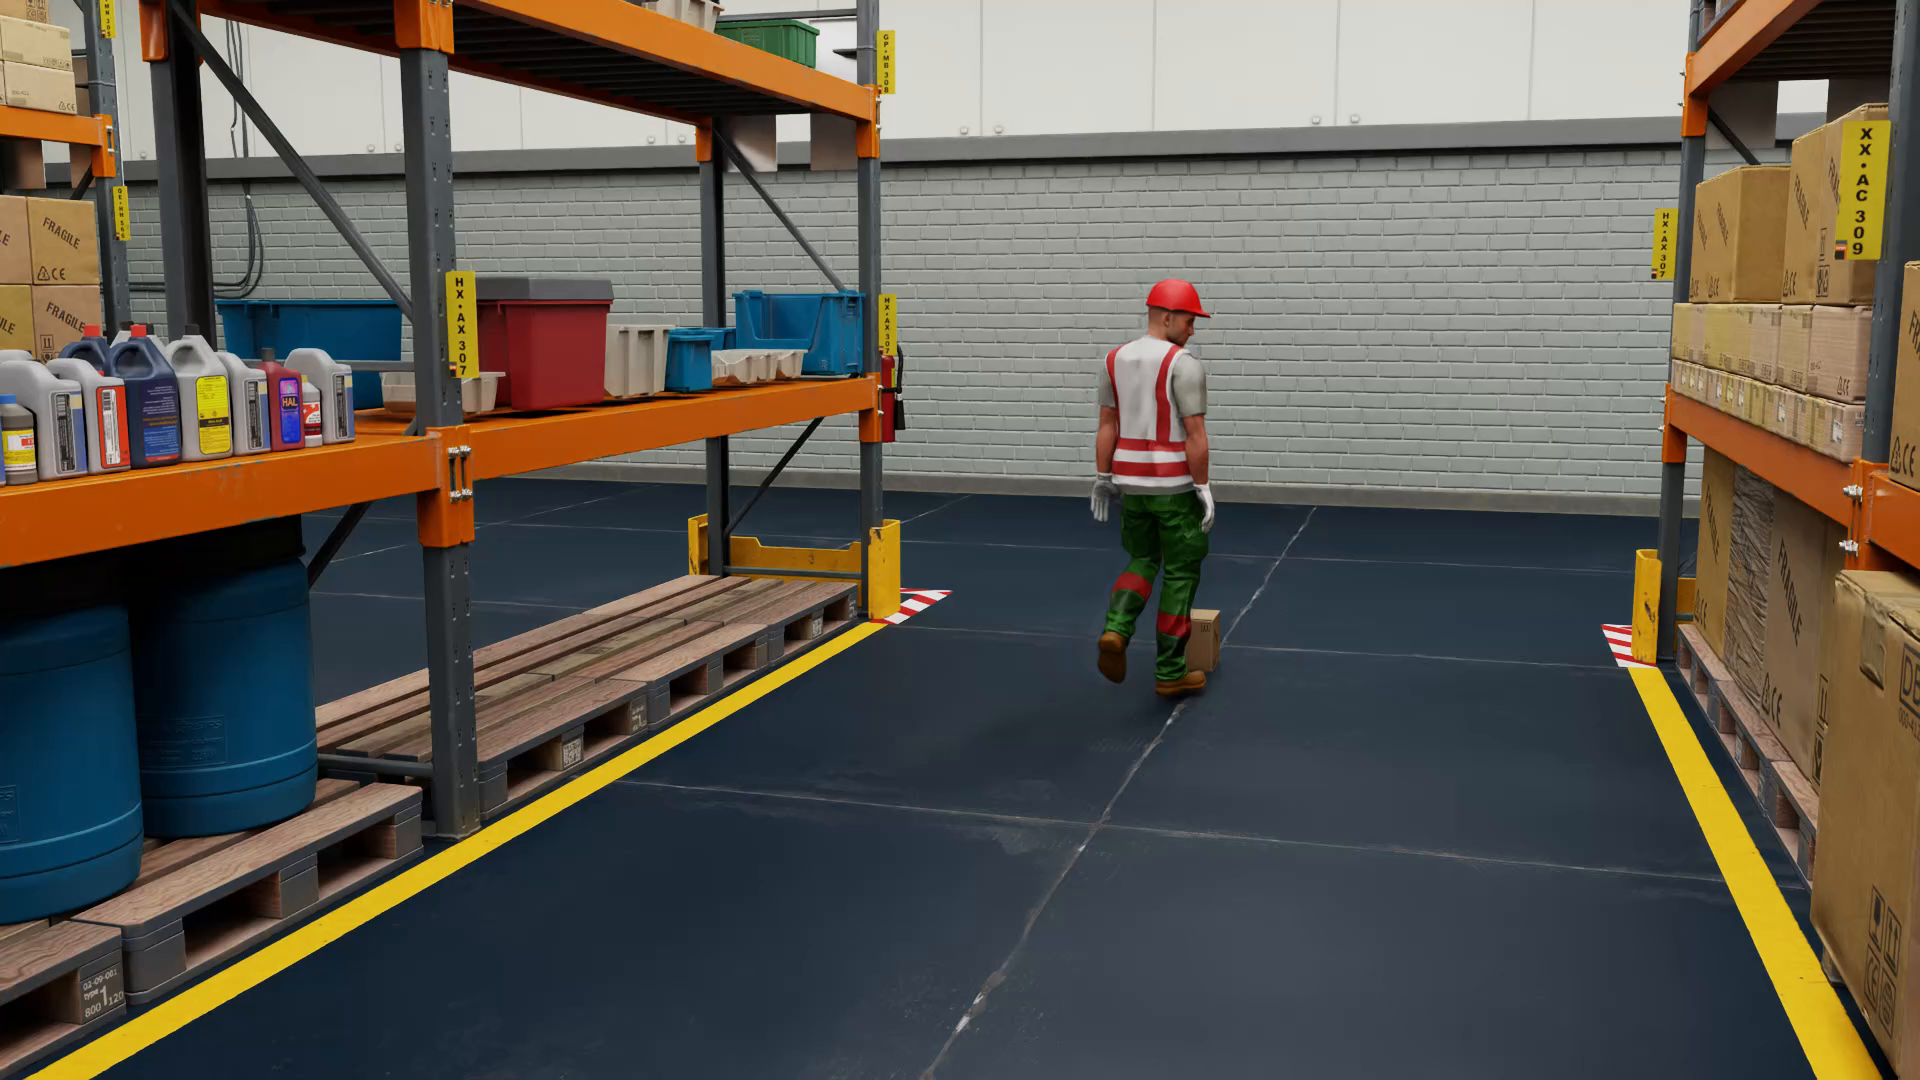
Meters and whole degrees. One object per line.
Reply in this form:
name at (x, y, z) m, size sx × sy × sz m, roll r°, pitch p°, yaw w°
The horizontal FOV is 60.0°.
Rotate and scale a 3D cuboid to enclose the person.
person at (0.849, -0.219, 7.110) m, size 0.586 × 1.775 × 0.513 m, roll 8°, pitch 12°, yaw 44°
